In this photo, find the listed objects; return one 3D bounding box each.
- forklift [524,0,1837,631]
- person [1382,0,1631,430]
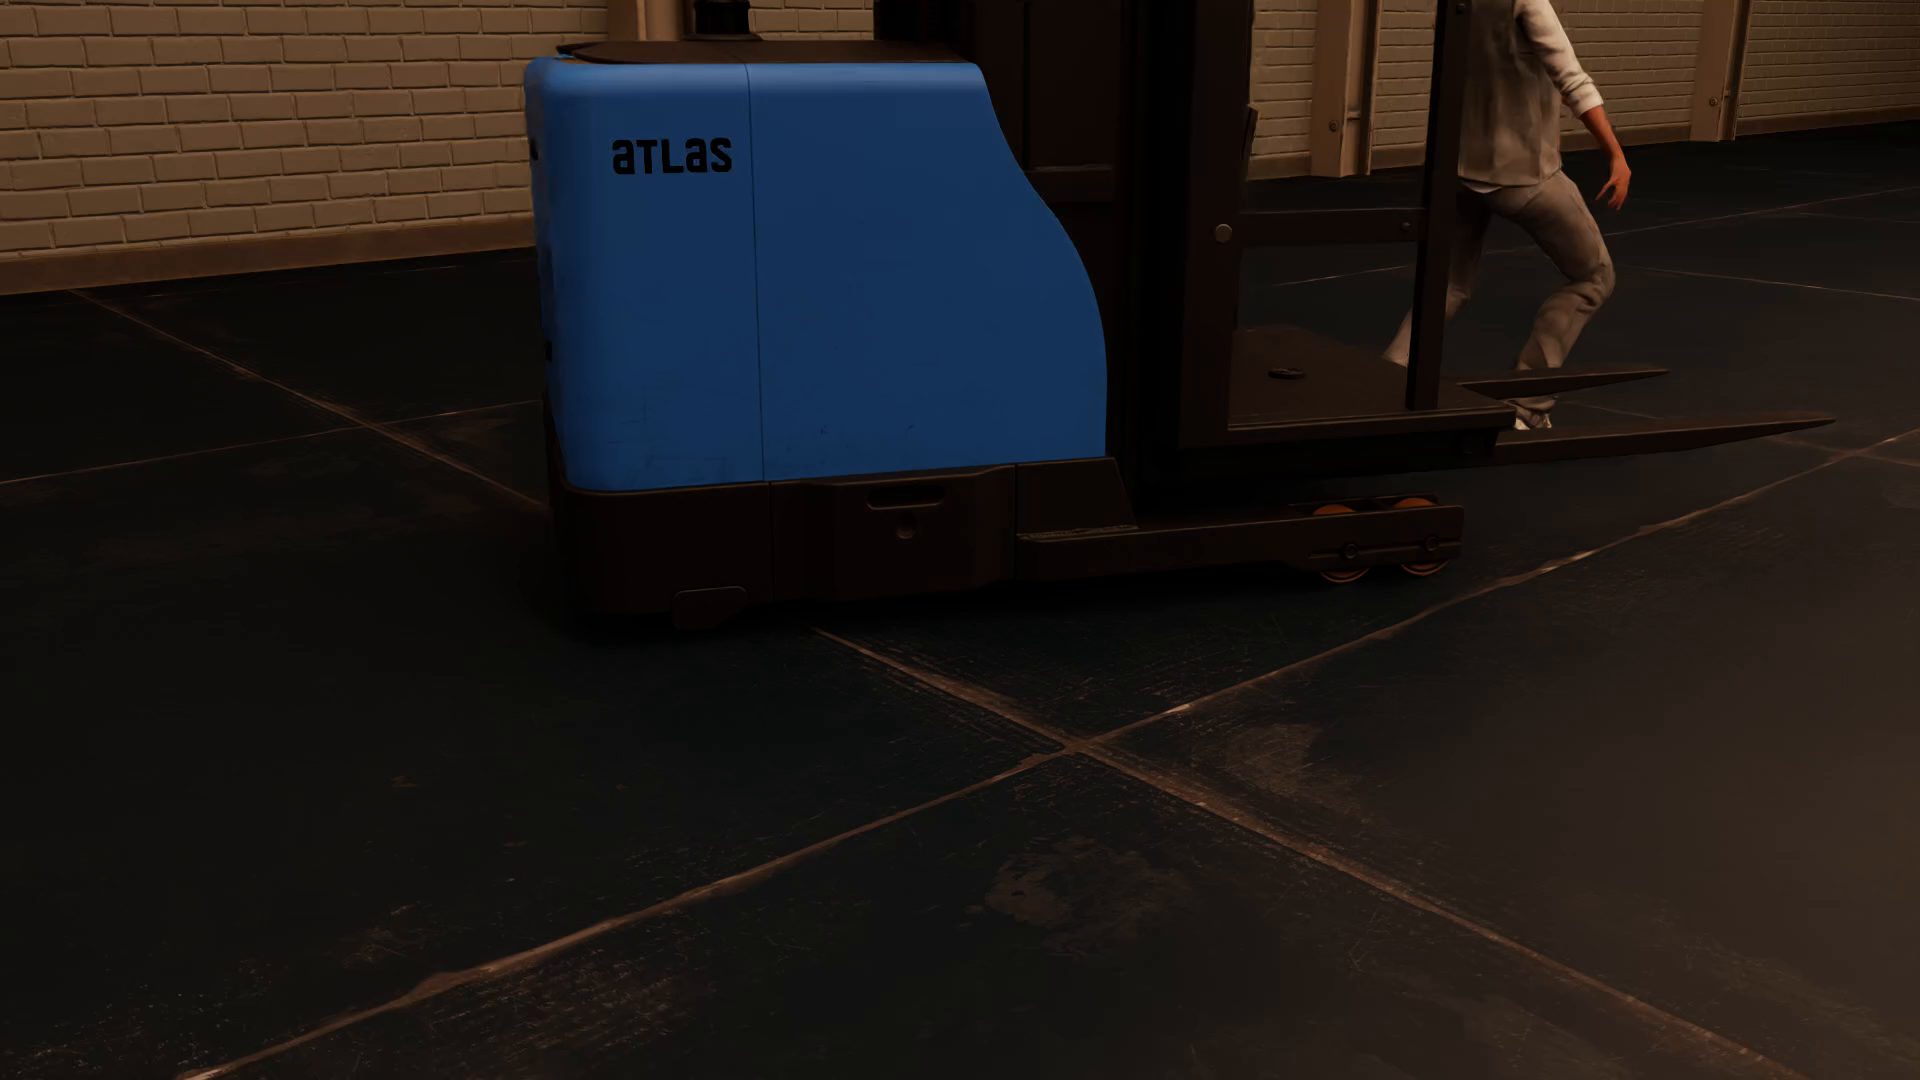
[{"bbox_3d":[0.588,-1.453,3.583,3.031,2.935,1.130,-5,18,-15],"label":"forklift"},{"bbox_3d":[1.627,-0.996,4.724,0.754,1.568,0.606,-10,20,-29],"label":"person"}]
